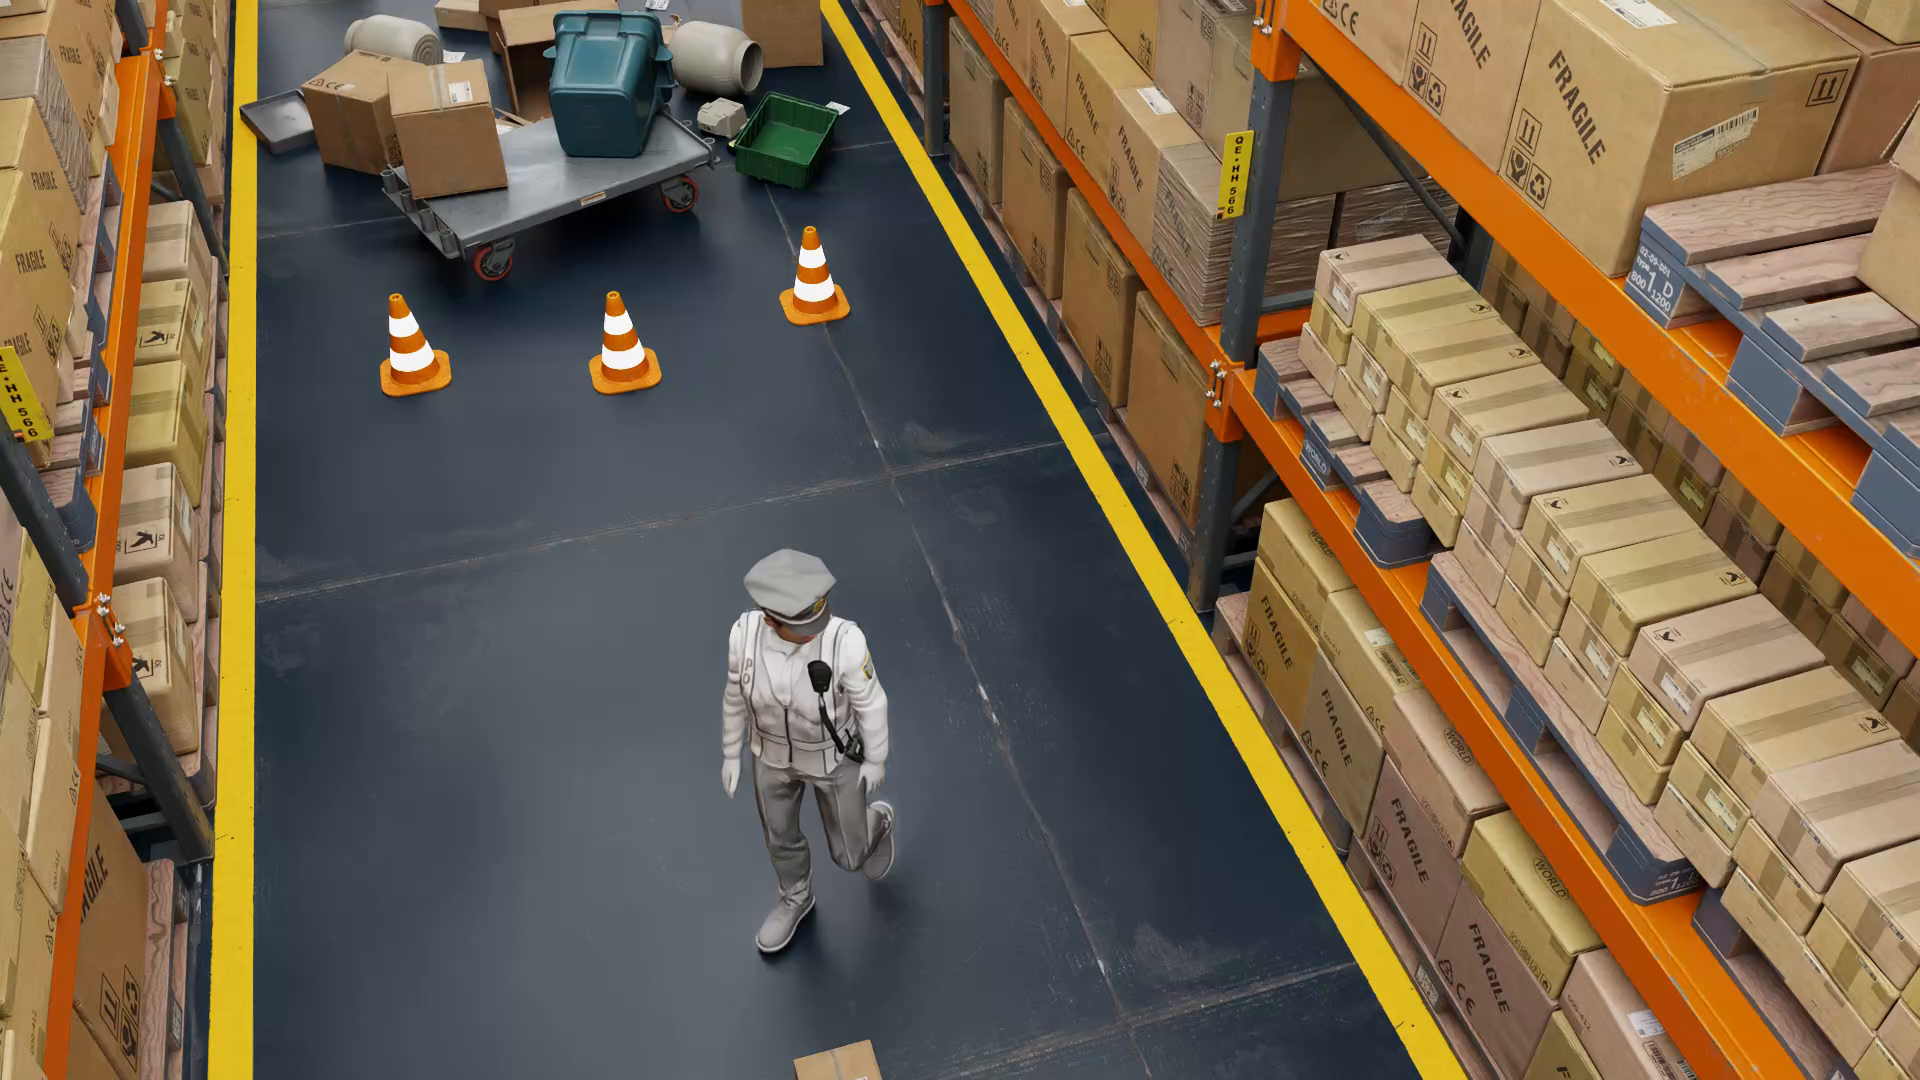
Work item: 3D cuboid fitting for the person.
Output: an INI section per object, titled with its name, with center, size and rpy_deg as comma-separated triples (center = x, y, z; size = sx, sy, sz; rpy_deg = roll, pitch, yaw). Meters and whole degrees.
[person]
center = -0.488, 0.671, 5.398
size = 0.538, 1.659, 0.565
rpy_deg = 11, 44, 12
